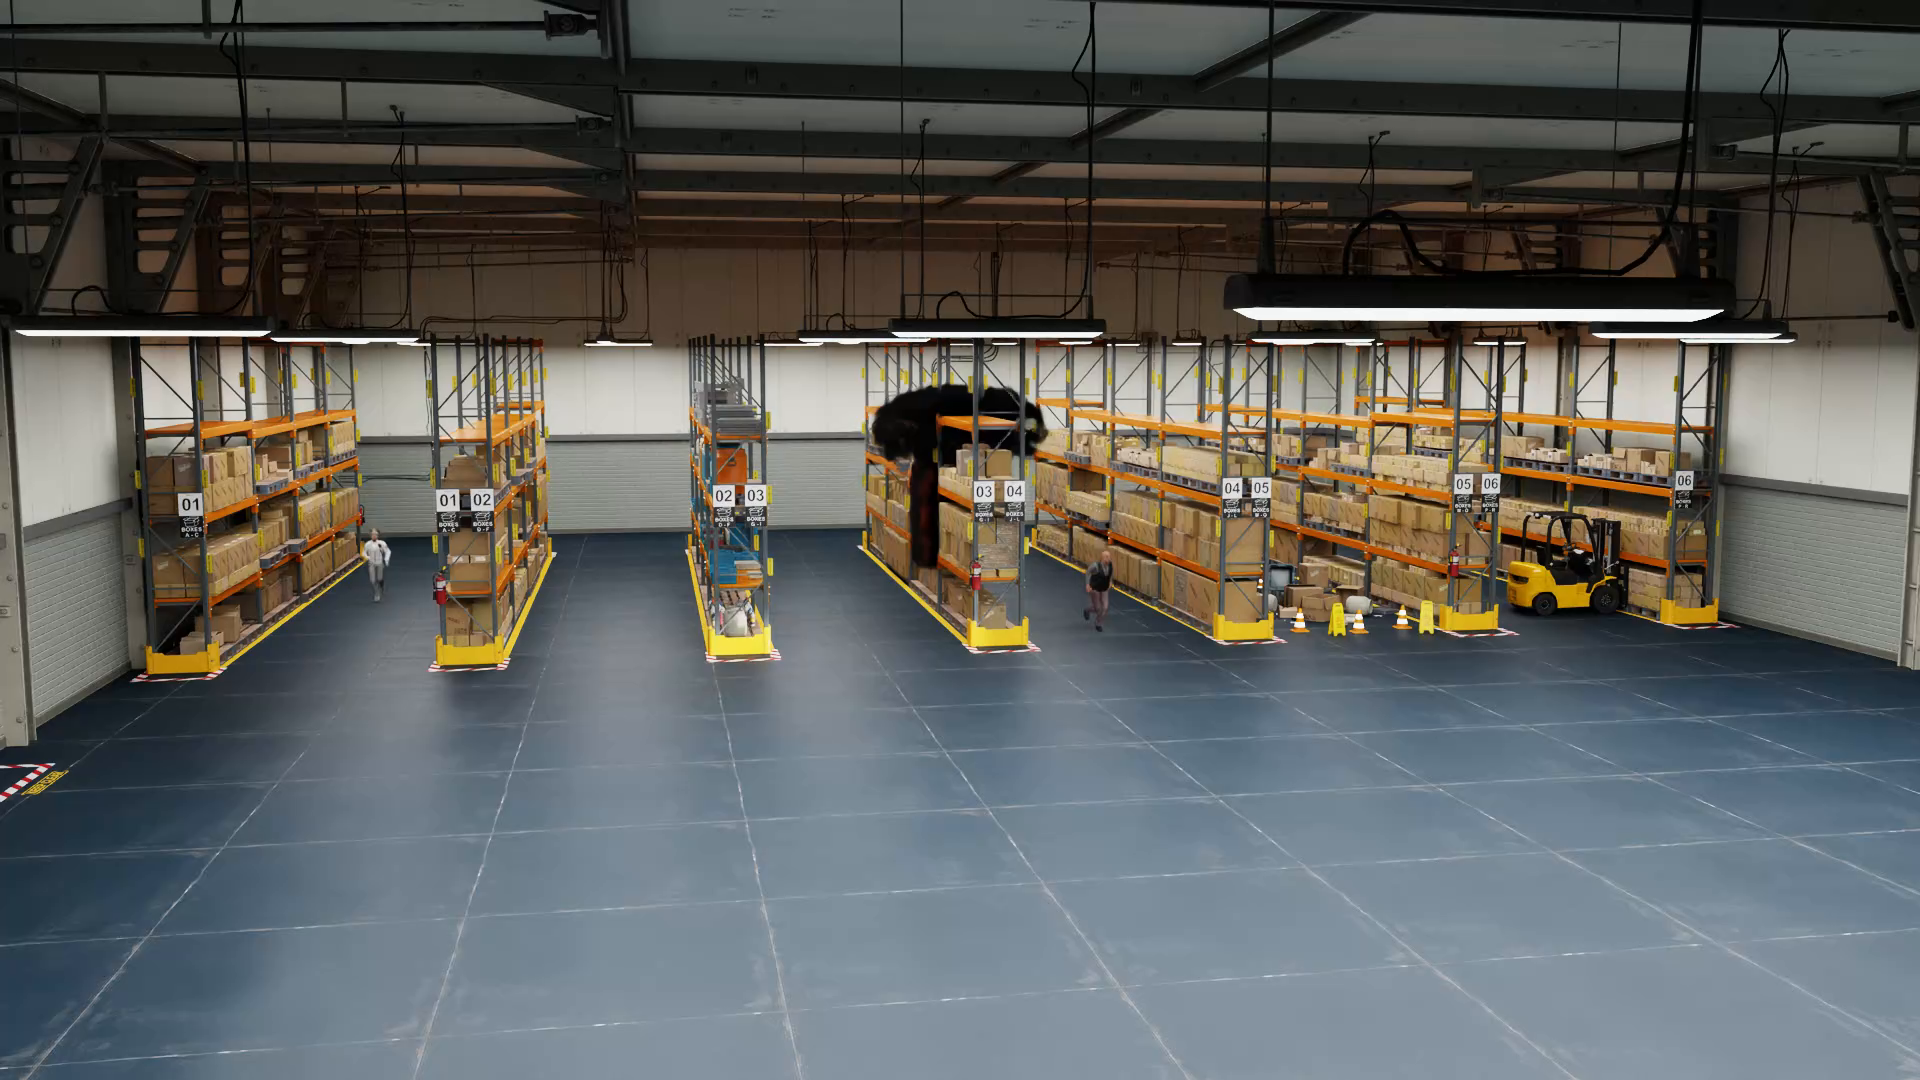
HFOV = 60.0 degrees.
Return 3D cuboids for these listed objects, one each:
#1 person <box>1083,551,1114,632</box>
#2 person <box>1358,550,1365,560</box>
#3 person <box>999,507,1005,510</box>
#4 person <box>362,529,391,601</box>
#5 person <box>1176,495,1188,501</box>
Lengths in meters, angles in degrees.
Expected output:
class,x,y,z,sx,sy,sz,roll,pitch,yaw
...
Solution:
class,x,y,z,sx,sy,sz,roll,pitch,yaw
person,2.820,1.031,34.033,0.656,1.664,0.815,-4,8,-33
person,11.109,-0.256,44.804,0.598,1.669,0.933,-4,8,-29
person,1.293,-0.554,47.606,0.687,1.730,1.030,-2,7,-18
person,-13.311,0.565,37.904,0.604,1.659,0.538,-1,7,-13
person,6.769,-0.872,50.527,0.749,1.713,0.577,-2,7,-16
